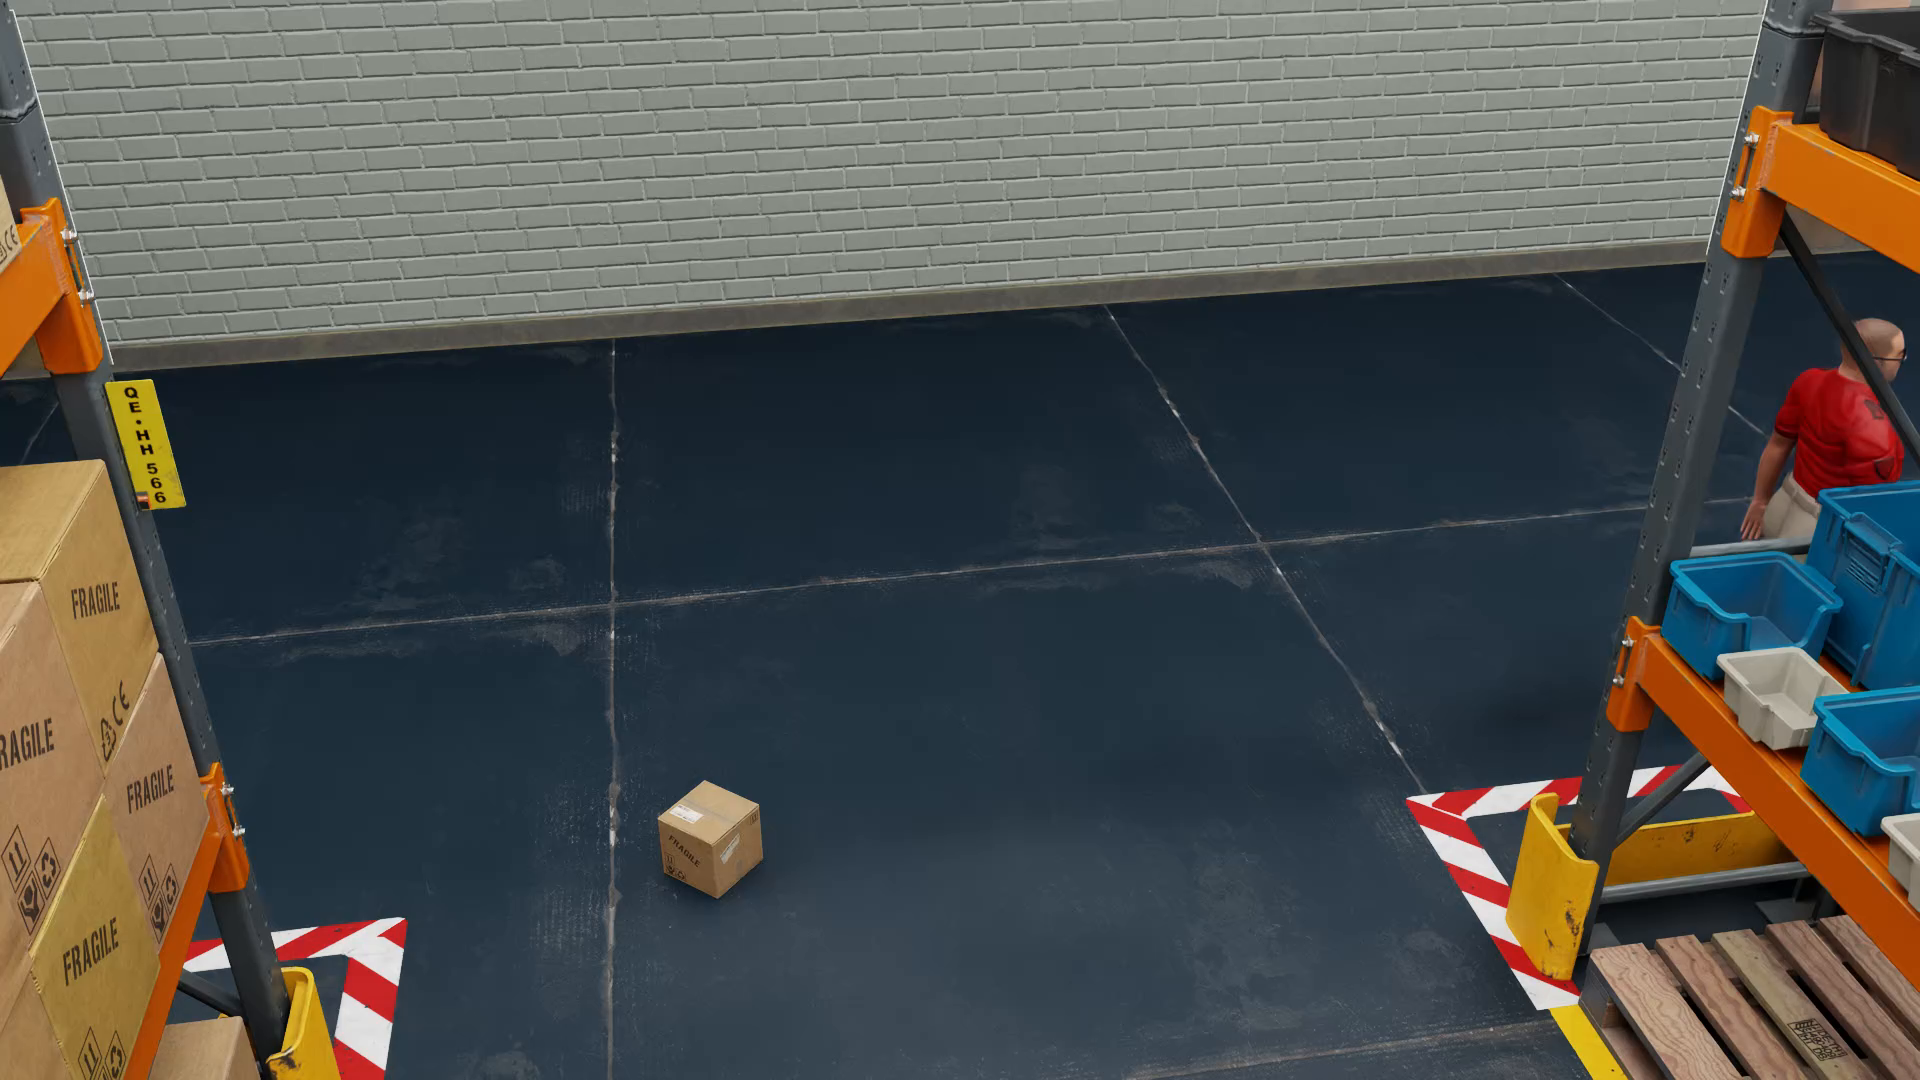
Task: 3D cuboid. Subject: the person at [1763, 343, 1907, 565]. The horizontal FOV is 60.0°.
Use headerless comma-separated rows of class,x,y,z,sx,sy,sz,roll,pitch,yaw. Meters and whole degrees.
person,3.210,-0.041,6.187,0.725,1.517,0.439,0,30,1
